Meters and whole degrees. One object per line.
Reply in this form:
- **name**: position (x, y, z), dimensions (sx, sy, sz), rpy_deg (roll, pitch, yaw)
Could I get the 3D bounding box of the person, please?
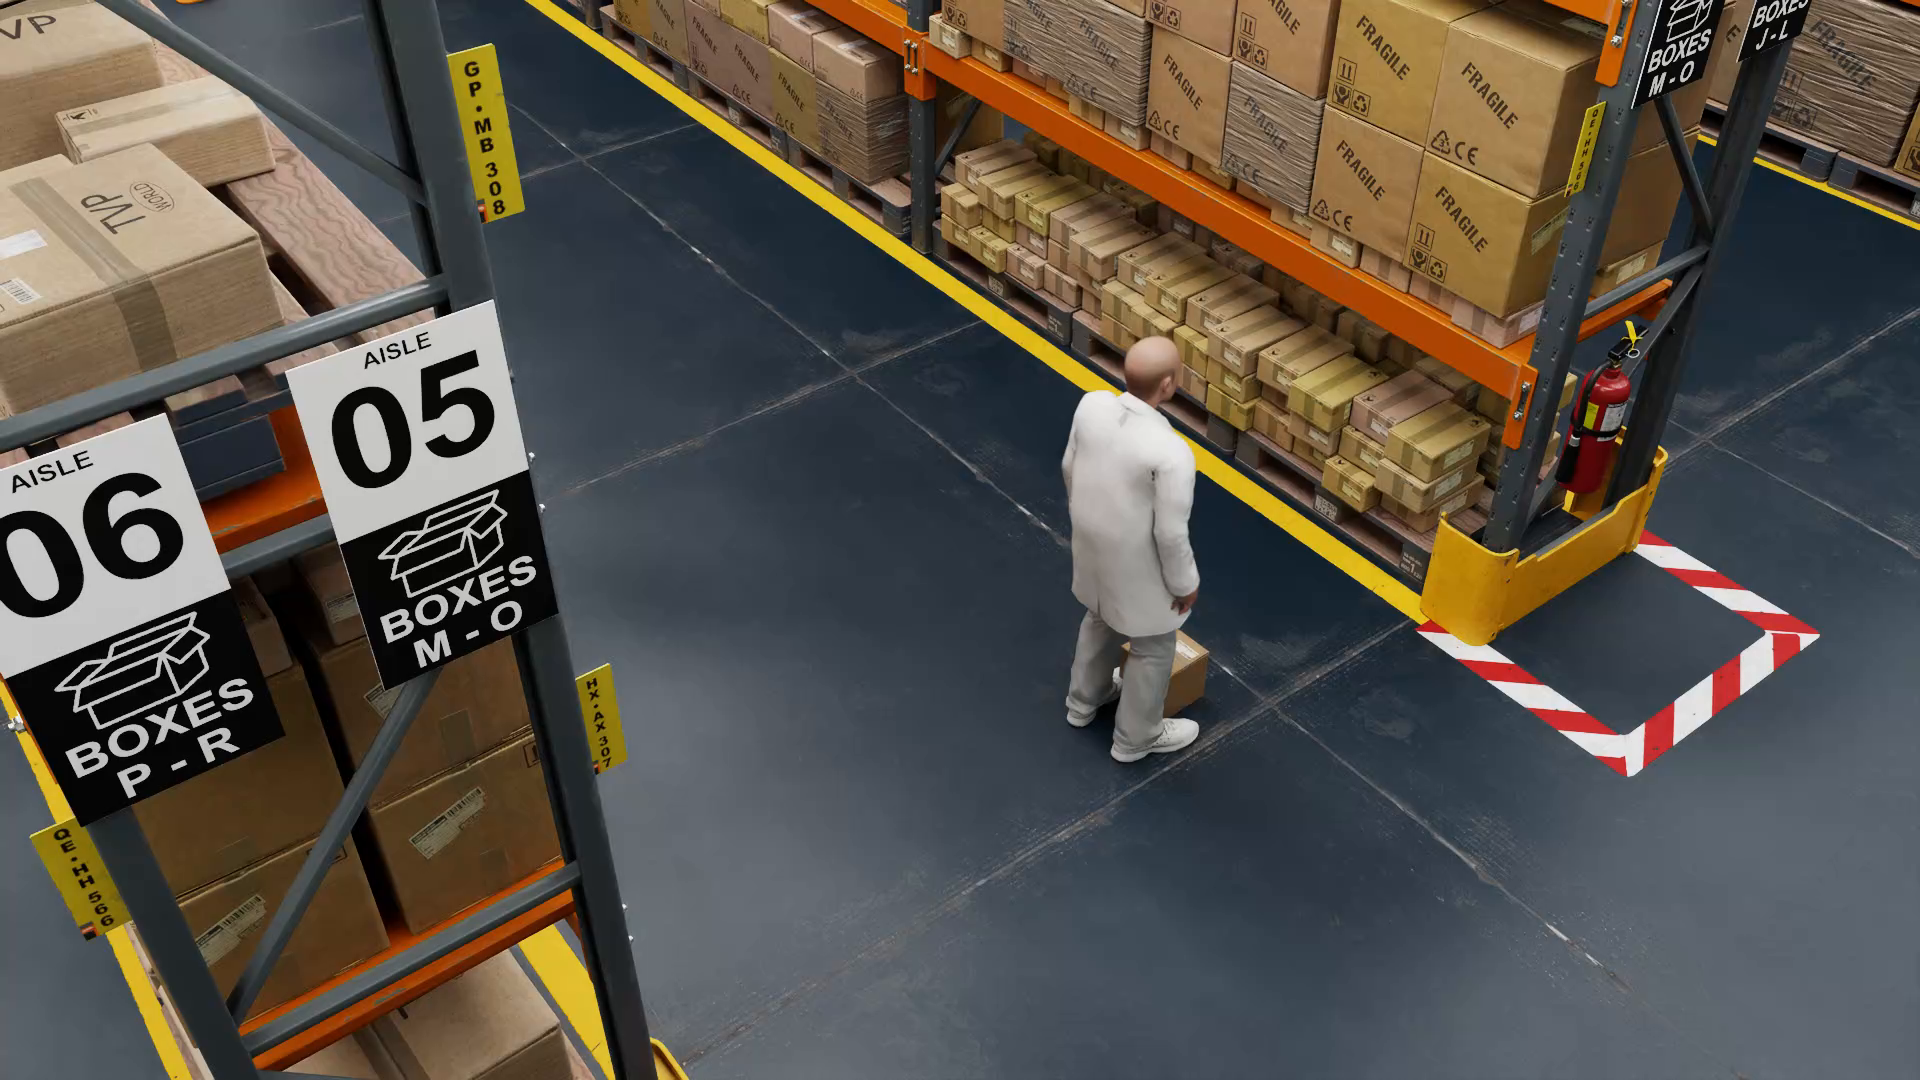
- **person**: position (1.481, -5.377, 12.625), dimensions (12.155, 1.769, 12.979), rpy_deg (-26, 46, -28)
